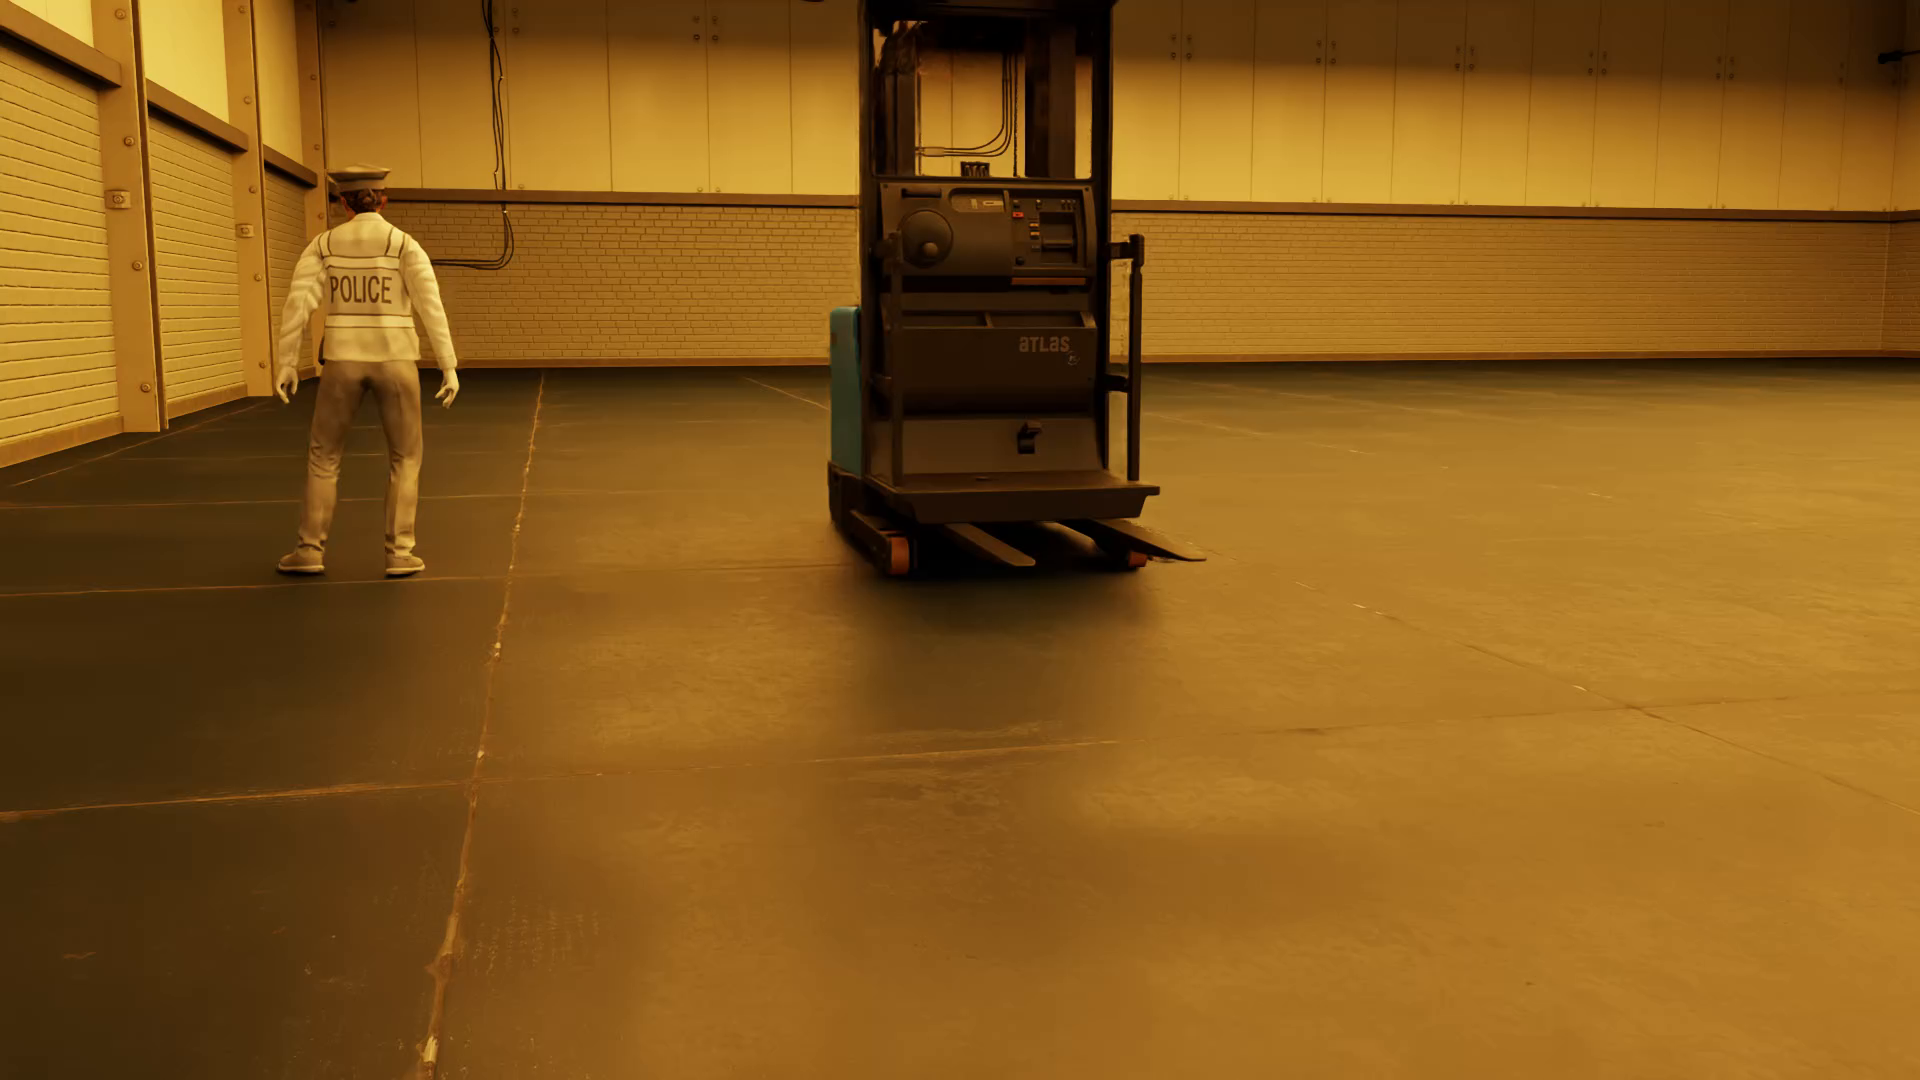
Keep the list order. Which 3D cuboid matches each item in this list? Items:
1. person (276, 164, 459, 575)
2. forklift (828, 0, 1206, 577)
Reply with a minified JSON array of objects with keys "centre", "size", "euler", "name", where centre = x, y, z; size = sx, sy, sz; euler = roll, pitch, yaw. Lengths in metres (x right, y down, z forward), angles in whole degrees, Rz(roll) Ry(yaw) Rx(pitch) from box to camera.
[{"centre":[-2.398,-0.677,6.668],"size":[0.781,1.637,0.373],"euler":[-1,8,-6],"name":"person"},{"centre":[0.172,-1.360,6.852],"size":[1.130,2.935,3.031],"euler":[-2,8,-13],"name":"forklift"}]
